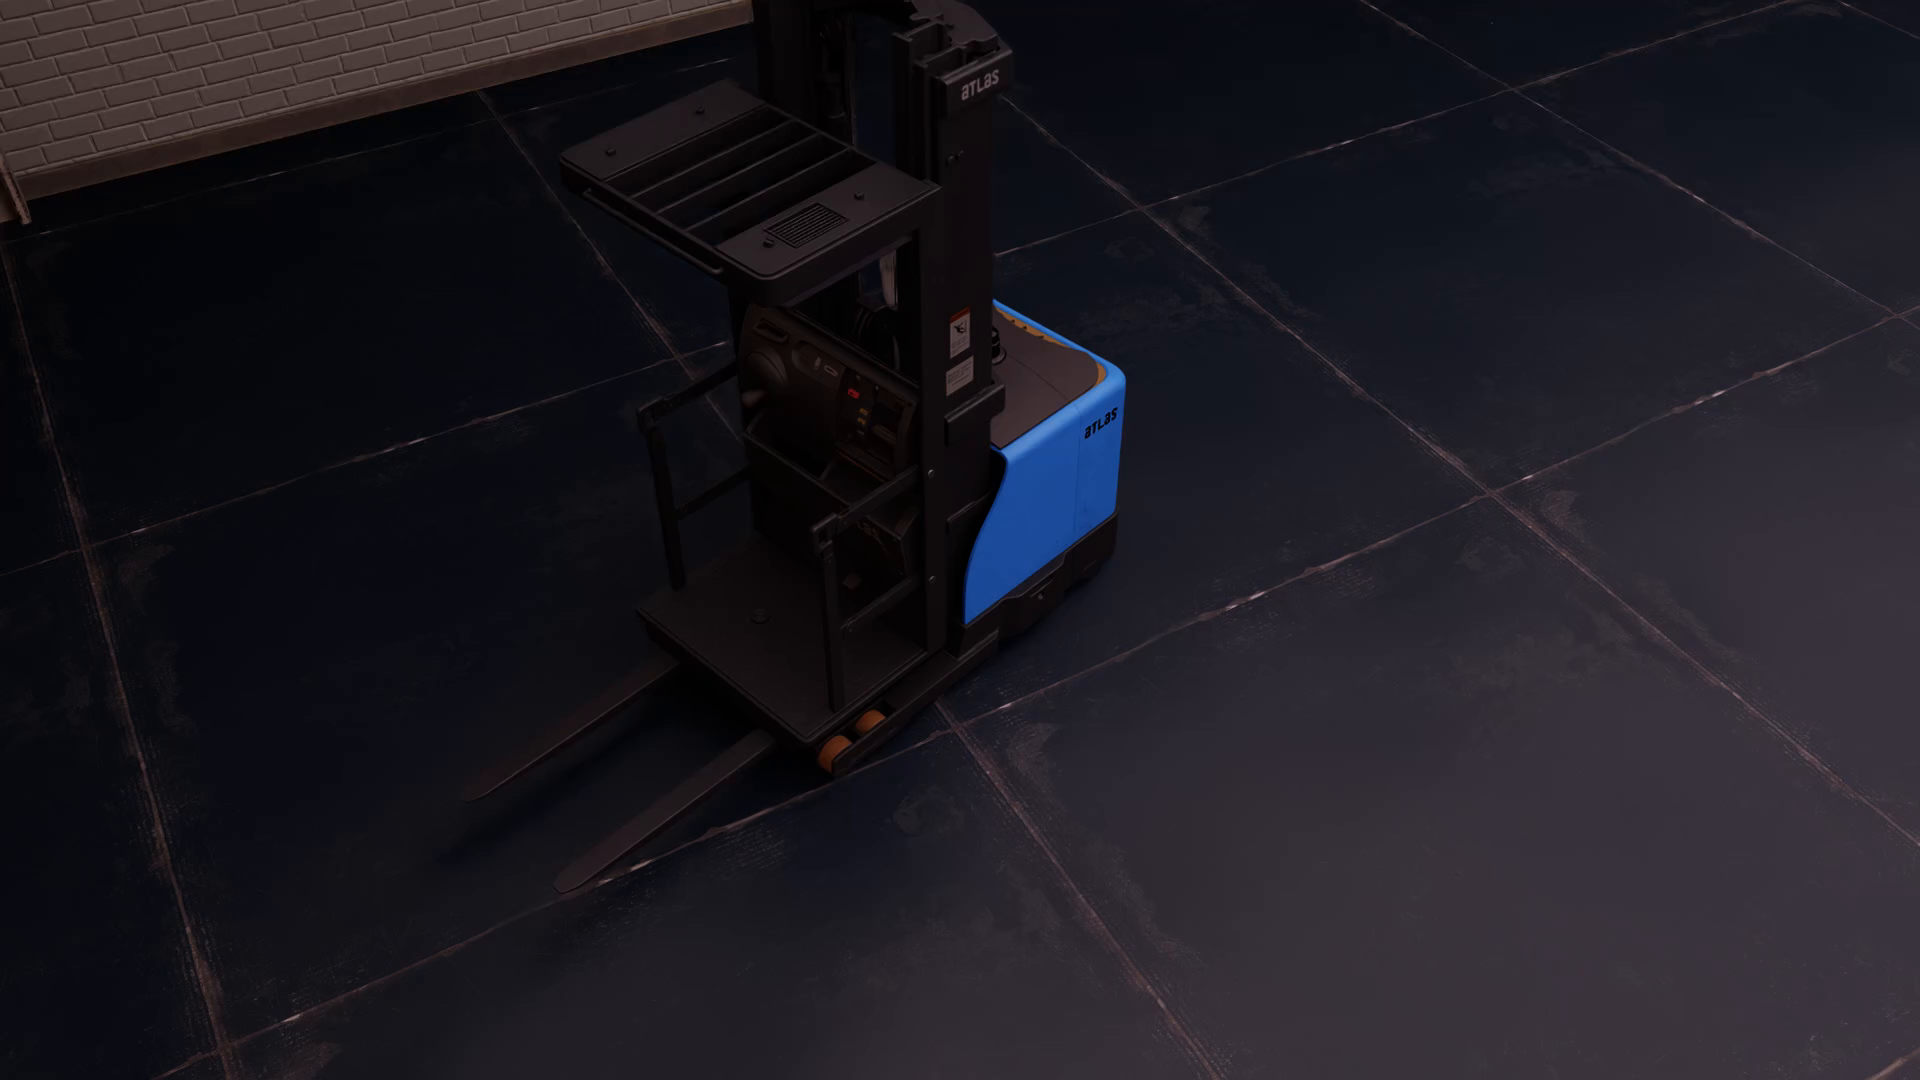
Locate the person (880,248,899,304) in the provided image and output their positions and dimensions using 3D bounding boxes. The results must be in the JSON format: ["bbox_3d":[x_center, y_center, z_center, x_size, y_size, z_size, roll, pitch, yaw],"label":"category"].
[{"bbox_3d":[-0.027,-1.151,7.908,0.681,1.639,0.780,-6,43,-6],"label":"person"}]

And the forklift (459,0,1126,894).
[{"bbox_3d":[-0.661,-0.507,6.245,1.130,2.935,3.031,33,52,31],"label":"forklift"}]
